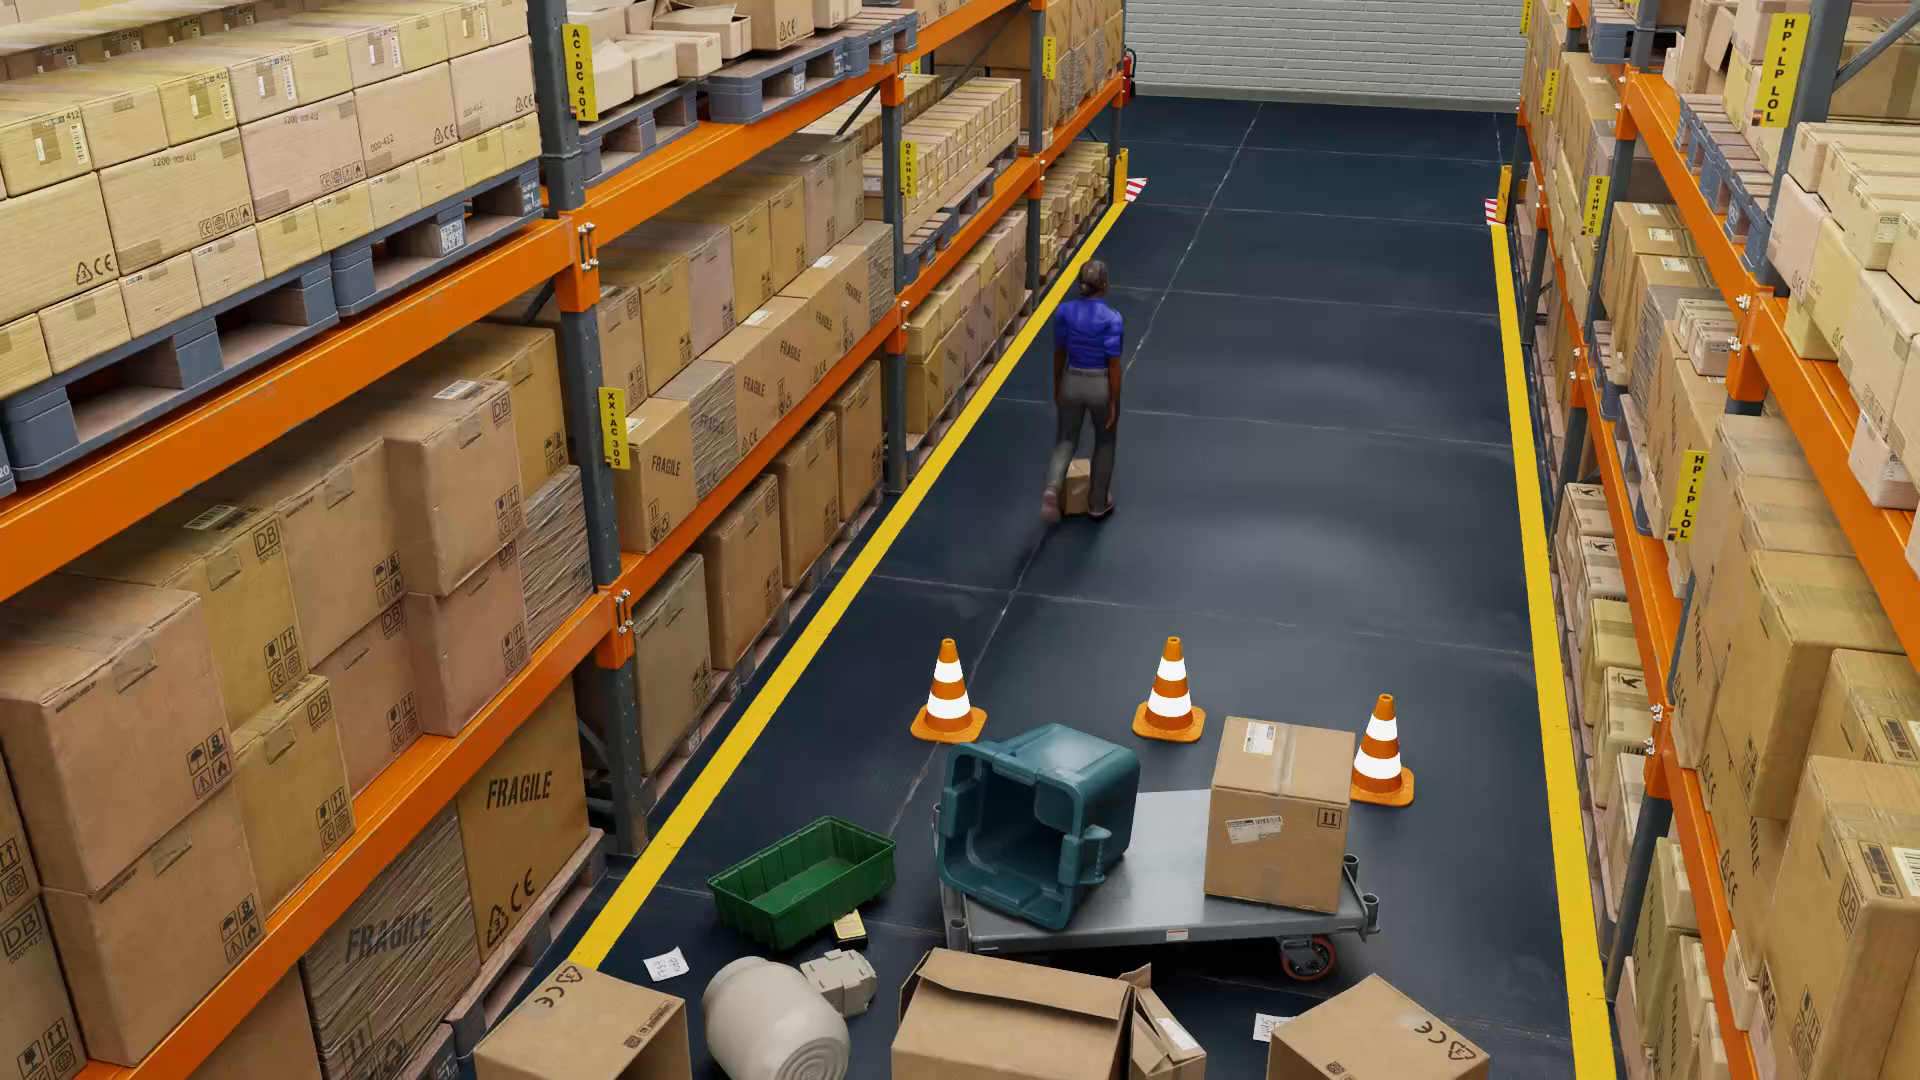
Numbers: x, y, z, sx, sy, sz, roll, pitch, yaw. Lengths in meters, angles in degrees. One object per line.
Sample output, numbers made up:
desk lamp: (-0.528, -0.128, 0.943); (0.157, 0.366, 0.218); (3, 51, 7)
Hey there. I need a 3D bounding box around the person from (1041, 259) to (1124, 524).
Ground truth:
person: (0.735, -0.859, 9.872); (0.464, 1.635, 0.704); (10, 27, 20)
